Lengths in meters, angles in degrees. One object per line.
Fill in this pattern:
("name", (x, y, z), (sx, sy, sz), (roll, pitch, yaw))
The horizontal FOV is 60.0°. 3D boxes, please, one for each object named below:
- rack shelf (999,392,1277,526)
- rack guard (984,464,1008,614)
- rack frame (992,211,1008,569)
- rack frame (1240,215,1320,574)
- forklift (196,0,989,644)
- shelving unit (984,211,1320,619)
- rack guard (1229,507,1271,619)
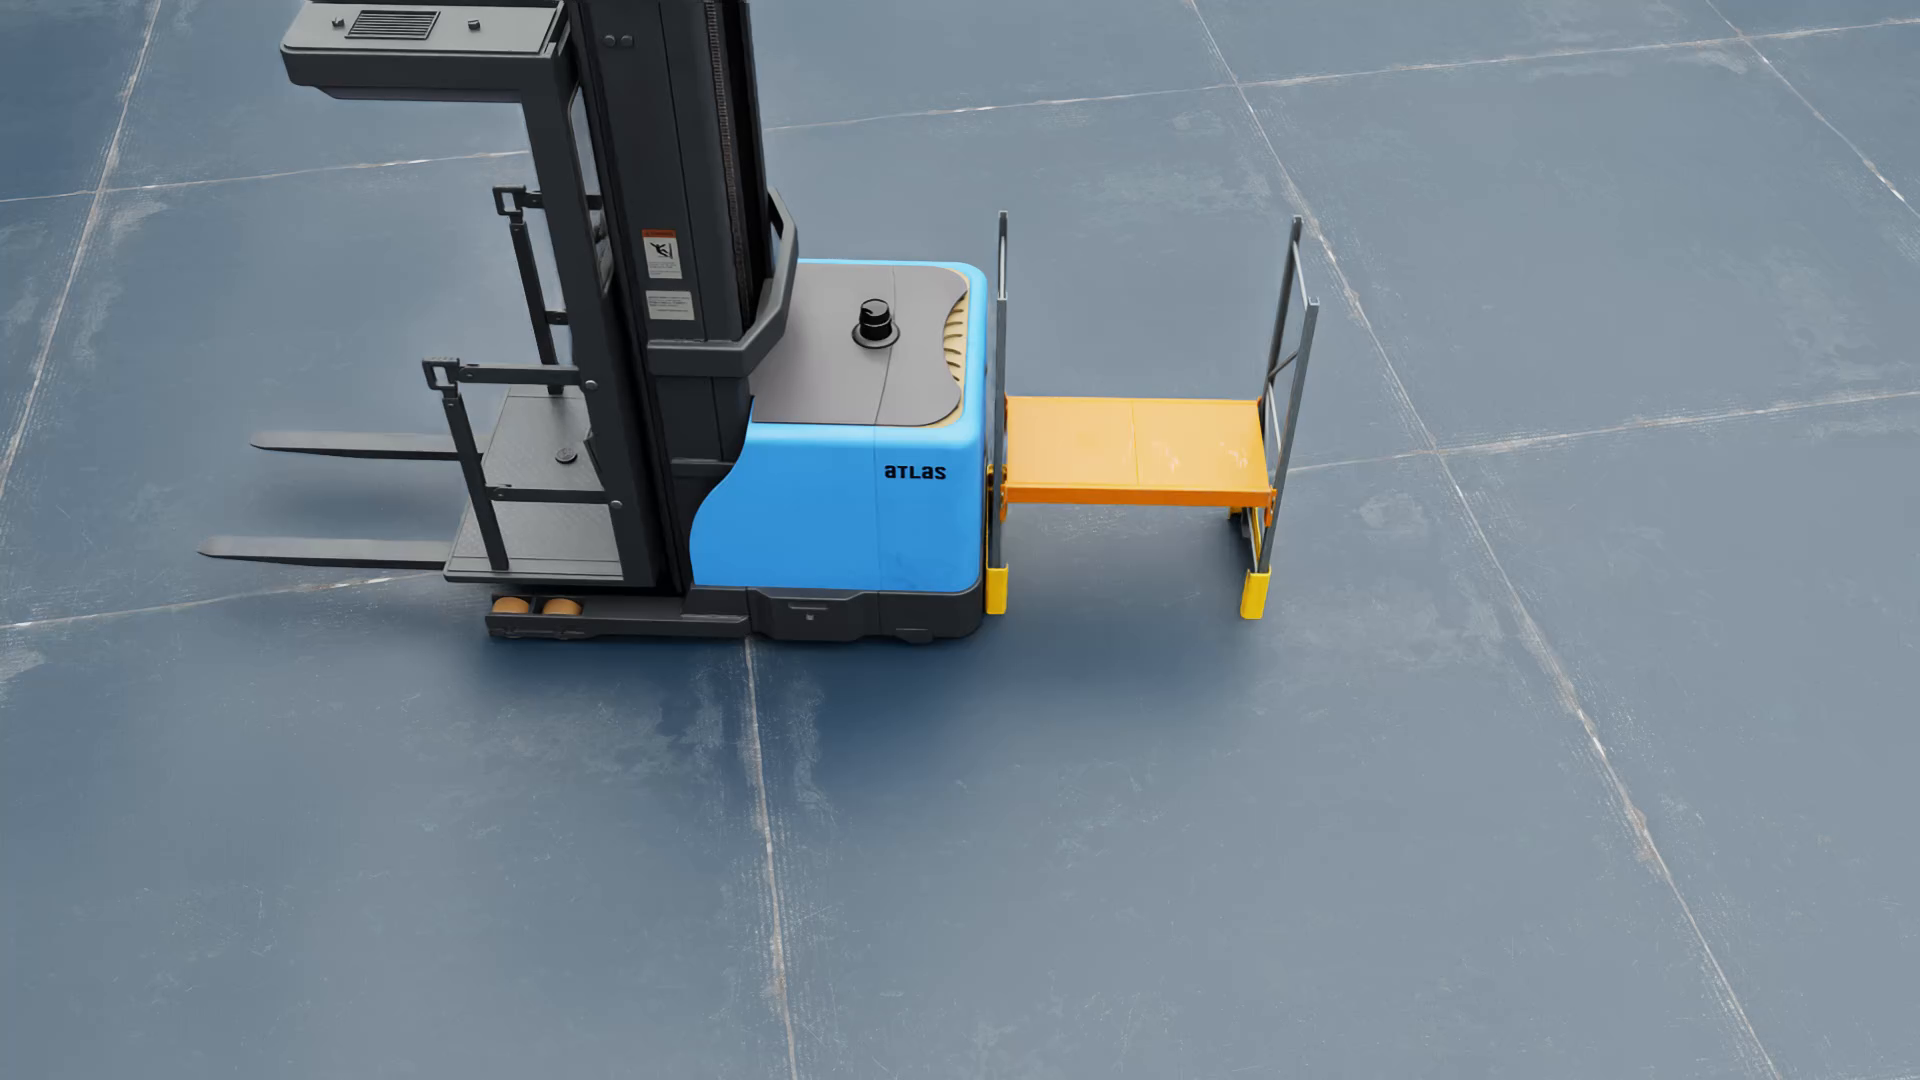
("rack shelf", (0.652, -0.308, 6.255), (1.000, 0.185, 0.538), (1, 46, 1))
("rack guard", (0.146, -0.009, 6.585), (0.087, 0.250, 0.587), (1, 46, 1))
("rack frame", (0.144, -0.442, 6.135), (0.032, 1.500, 0.500), (1, 46, 1))
("rack frame", (1.161, -0.423, 6.116), (0.032, 1.500, 0.500), (1, 46, 1))
("forklift", (-1.414, -1.015, 5.693), (3.031, 2.935, 1.130), (2, 46, 2))
("shelving unit", (0.643, -0.433, 6.126), (1.083, 1.500, 0.587), (1, 46, 1))
("rack guard", (1.141, 0.010, 6.567), (0.087, 0.250, 0.587), (1, 46, 1))
